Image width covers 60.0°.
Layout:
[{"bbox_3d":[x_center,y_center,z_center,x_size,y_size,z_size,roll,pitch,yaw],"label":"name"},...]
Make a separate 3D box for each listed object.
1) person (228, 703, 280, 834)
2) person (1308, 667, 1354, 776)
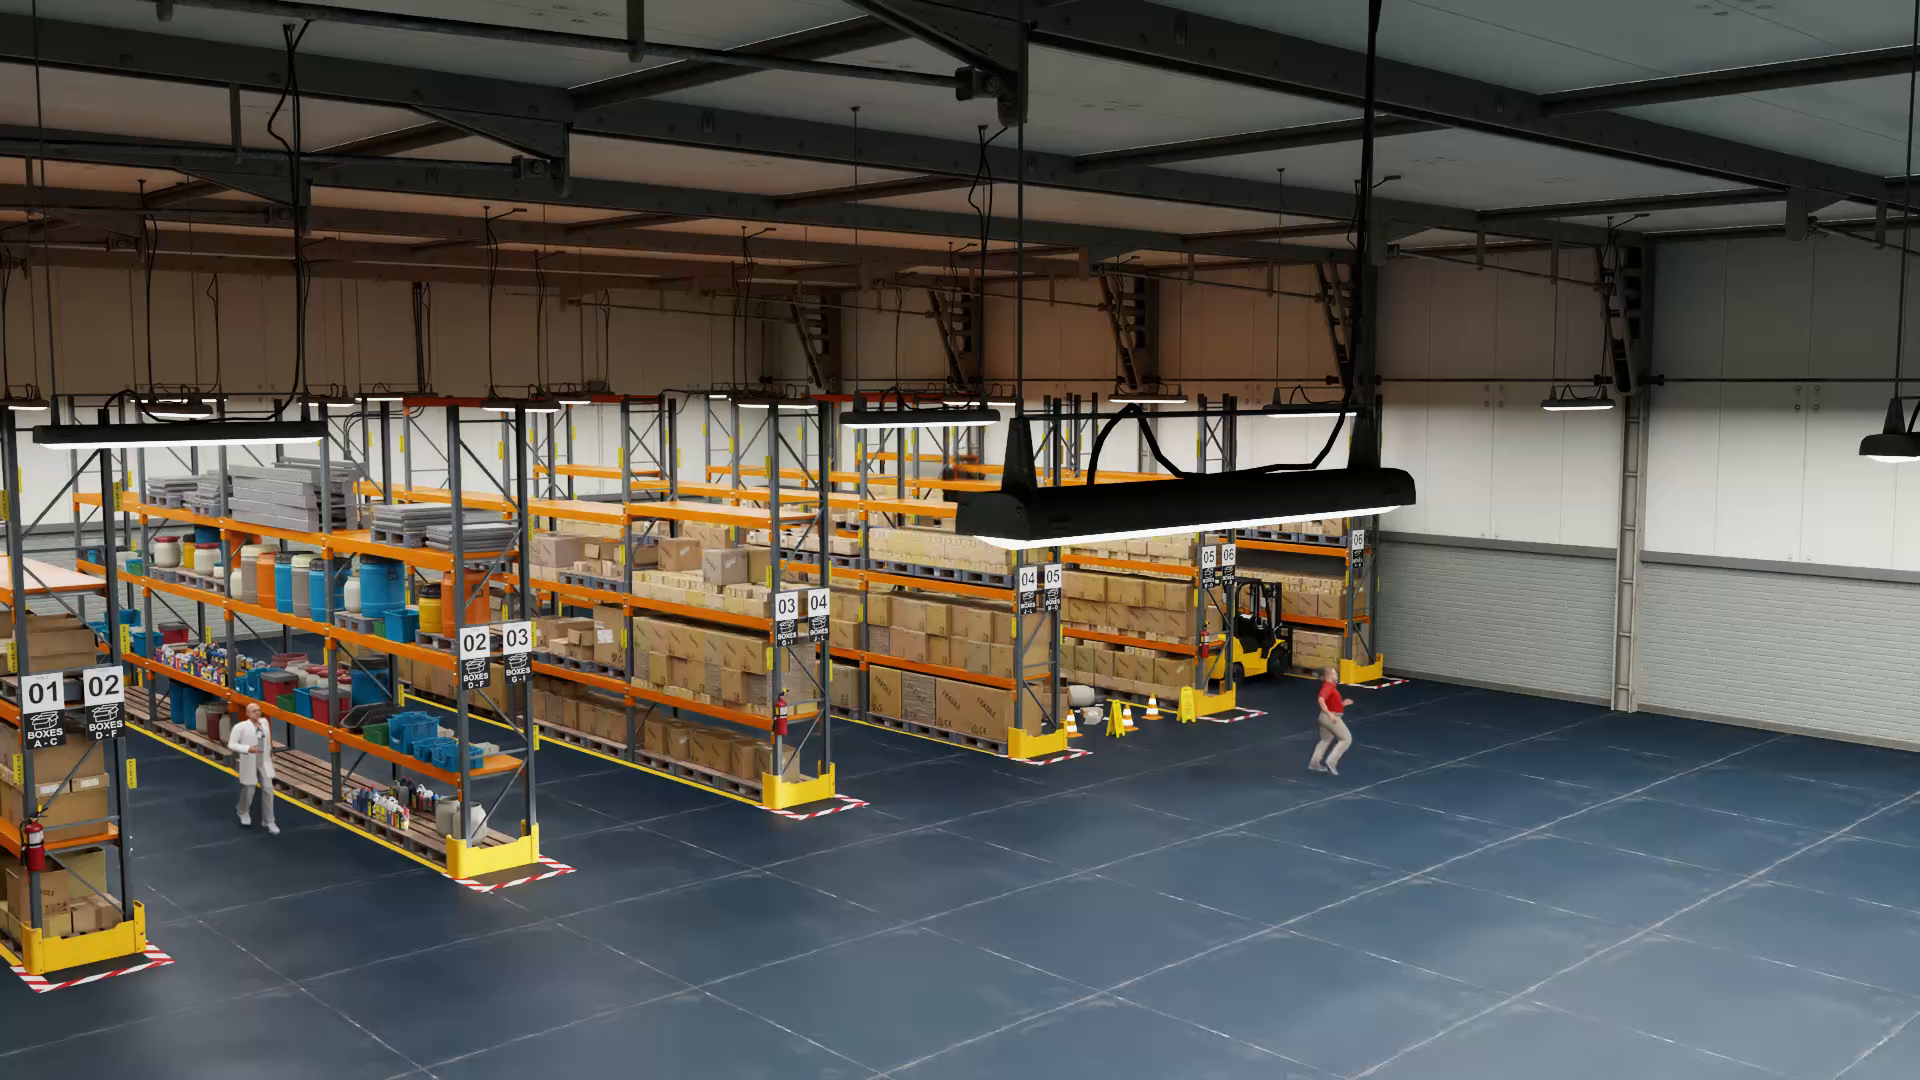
[{"bbox_3d":[-9.935,3.186,23.362,0.946,1.817,0.694,5,8,43],"label":"person"},{"bbox_3d":[5.971,2.910,26.648,0.703,1.748,0.636,0,6,-4],"label":"person"}]
